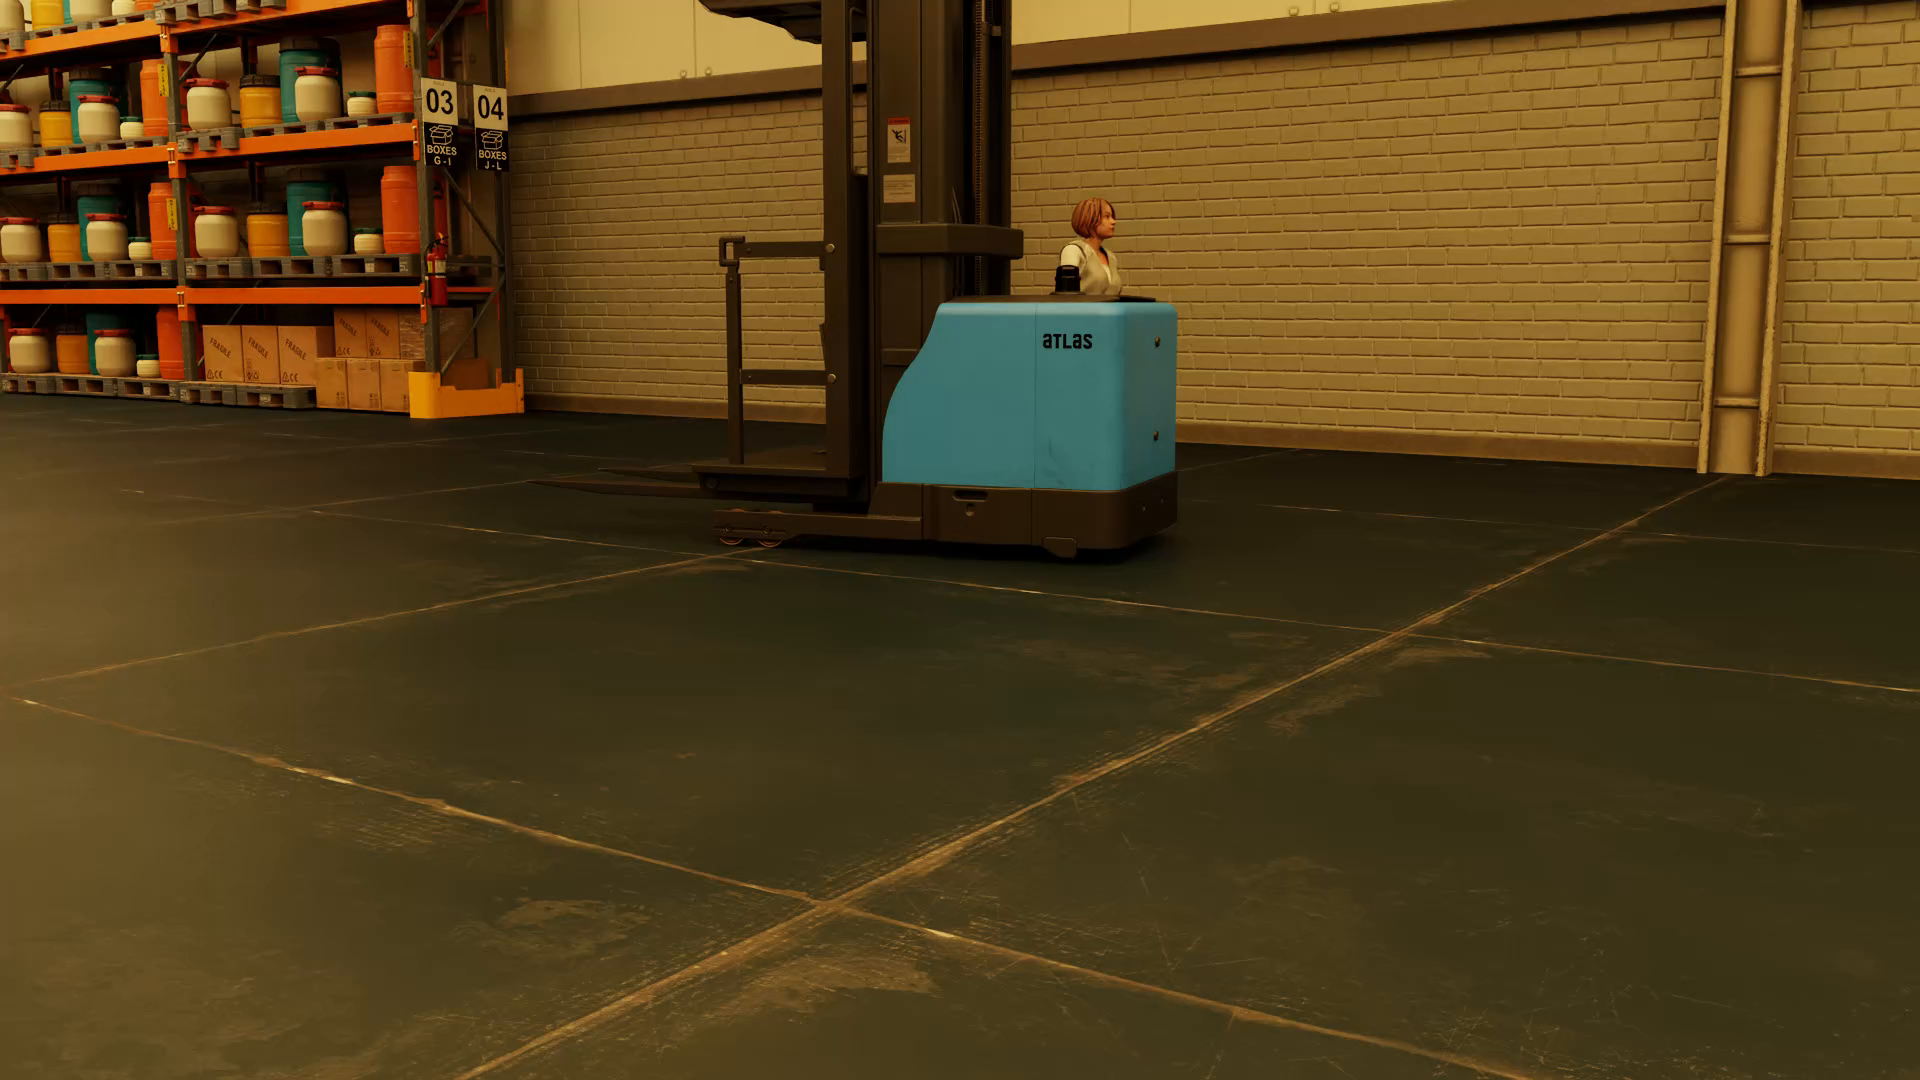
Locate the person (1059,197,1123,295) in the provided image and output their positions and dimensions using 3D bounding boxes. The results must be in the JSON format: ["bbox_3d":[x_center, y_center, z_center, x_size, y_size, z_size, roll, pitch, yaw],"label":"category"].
[{"bbox_3d":[0.742,-0.929,8.413,0.473,1.600,0.520,7,10,39],"label":"person"}]

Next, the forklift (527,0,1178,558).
[{"bbox_3d":[-0.568,-1.483,7.619,3.031,2.935,1.130,3,9,21],"label":"forklift"}]
